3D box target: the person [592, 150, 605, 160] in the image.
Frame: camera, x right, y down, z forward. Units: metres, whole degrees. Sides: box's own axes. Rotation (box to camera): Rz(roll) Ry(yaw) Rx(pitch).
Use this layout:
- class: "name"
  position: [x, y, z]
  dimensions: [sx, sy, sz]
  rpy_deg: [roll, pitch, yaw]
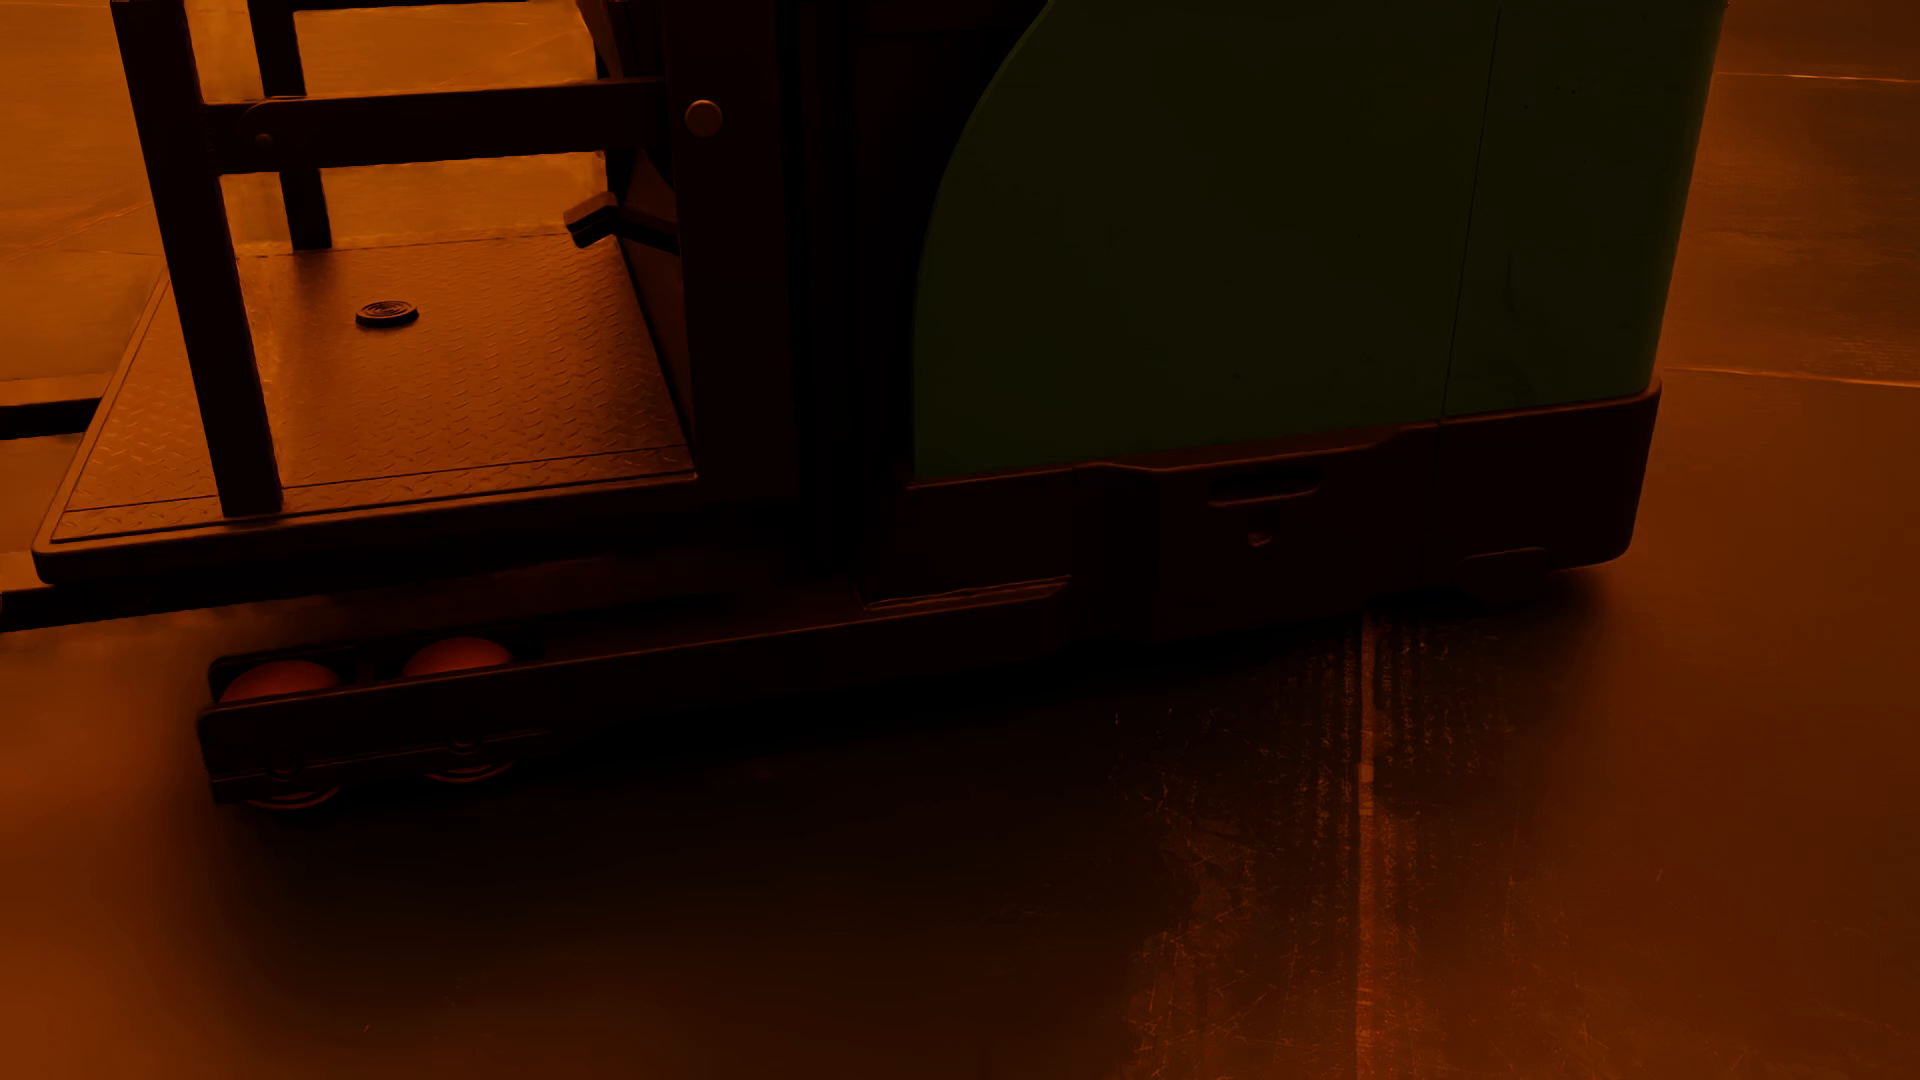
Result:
- class: "person"
  position: [-0.562, -1.252, 3.434]
  dimensions: [0.974, 1.420, 1.253]
  rpy_deg: [3, 27, 6]

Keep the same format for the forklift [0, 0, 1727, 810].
- class: "forklift"
  position: [-0.628, -1.266, 1.756]
  dimensions: [3.031, 2.935, 1.130]
  rpy_deg: [-7, 28, -14]
